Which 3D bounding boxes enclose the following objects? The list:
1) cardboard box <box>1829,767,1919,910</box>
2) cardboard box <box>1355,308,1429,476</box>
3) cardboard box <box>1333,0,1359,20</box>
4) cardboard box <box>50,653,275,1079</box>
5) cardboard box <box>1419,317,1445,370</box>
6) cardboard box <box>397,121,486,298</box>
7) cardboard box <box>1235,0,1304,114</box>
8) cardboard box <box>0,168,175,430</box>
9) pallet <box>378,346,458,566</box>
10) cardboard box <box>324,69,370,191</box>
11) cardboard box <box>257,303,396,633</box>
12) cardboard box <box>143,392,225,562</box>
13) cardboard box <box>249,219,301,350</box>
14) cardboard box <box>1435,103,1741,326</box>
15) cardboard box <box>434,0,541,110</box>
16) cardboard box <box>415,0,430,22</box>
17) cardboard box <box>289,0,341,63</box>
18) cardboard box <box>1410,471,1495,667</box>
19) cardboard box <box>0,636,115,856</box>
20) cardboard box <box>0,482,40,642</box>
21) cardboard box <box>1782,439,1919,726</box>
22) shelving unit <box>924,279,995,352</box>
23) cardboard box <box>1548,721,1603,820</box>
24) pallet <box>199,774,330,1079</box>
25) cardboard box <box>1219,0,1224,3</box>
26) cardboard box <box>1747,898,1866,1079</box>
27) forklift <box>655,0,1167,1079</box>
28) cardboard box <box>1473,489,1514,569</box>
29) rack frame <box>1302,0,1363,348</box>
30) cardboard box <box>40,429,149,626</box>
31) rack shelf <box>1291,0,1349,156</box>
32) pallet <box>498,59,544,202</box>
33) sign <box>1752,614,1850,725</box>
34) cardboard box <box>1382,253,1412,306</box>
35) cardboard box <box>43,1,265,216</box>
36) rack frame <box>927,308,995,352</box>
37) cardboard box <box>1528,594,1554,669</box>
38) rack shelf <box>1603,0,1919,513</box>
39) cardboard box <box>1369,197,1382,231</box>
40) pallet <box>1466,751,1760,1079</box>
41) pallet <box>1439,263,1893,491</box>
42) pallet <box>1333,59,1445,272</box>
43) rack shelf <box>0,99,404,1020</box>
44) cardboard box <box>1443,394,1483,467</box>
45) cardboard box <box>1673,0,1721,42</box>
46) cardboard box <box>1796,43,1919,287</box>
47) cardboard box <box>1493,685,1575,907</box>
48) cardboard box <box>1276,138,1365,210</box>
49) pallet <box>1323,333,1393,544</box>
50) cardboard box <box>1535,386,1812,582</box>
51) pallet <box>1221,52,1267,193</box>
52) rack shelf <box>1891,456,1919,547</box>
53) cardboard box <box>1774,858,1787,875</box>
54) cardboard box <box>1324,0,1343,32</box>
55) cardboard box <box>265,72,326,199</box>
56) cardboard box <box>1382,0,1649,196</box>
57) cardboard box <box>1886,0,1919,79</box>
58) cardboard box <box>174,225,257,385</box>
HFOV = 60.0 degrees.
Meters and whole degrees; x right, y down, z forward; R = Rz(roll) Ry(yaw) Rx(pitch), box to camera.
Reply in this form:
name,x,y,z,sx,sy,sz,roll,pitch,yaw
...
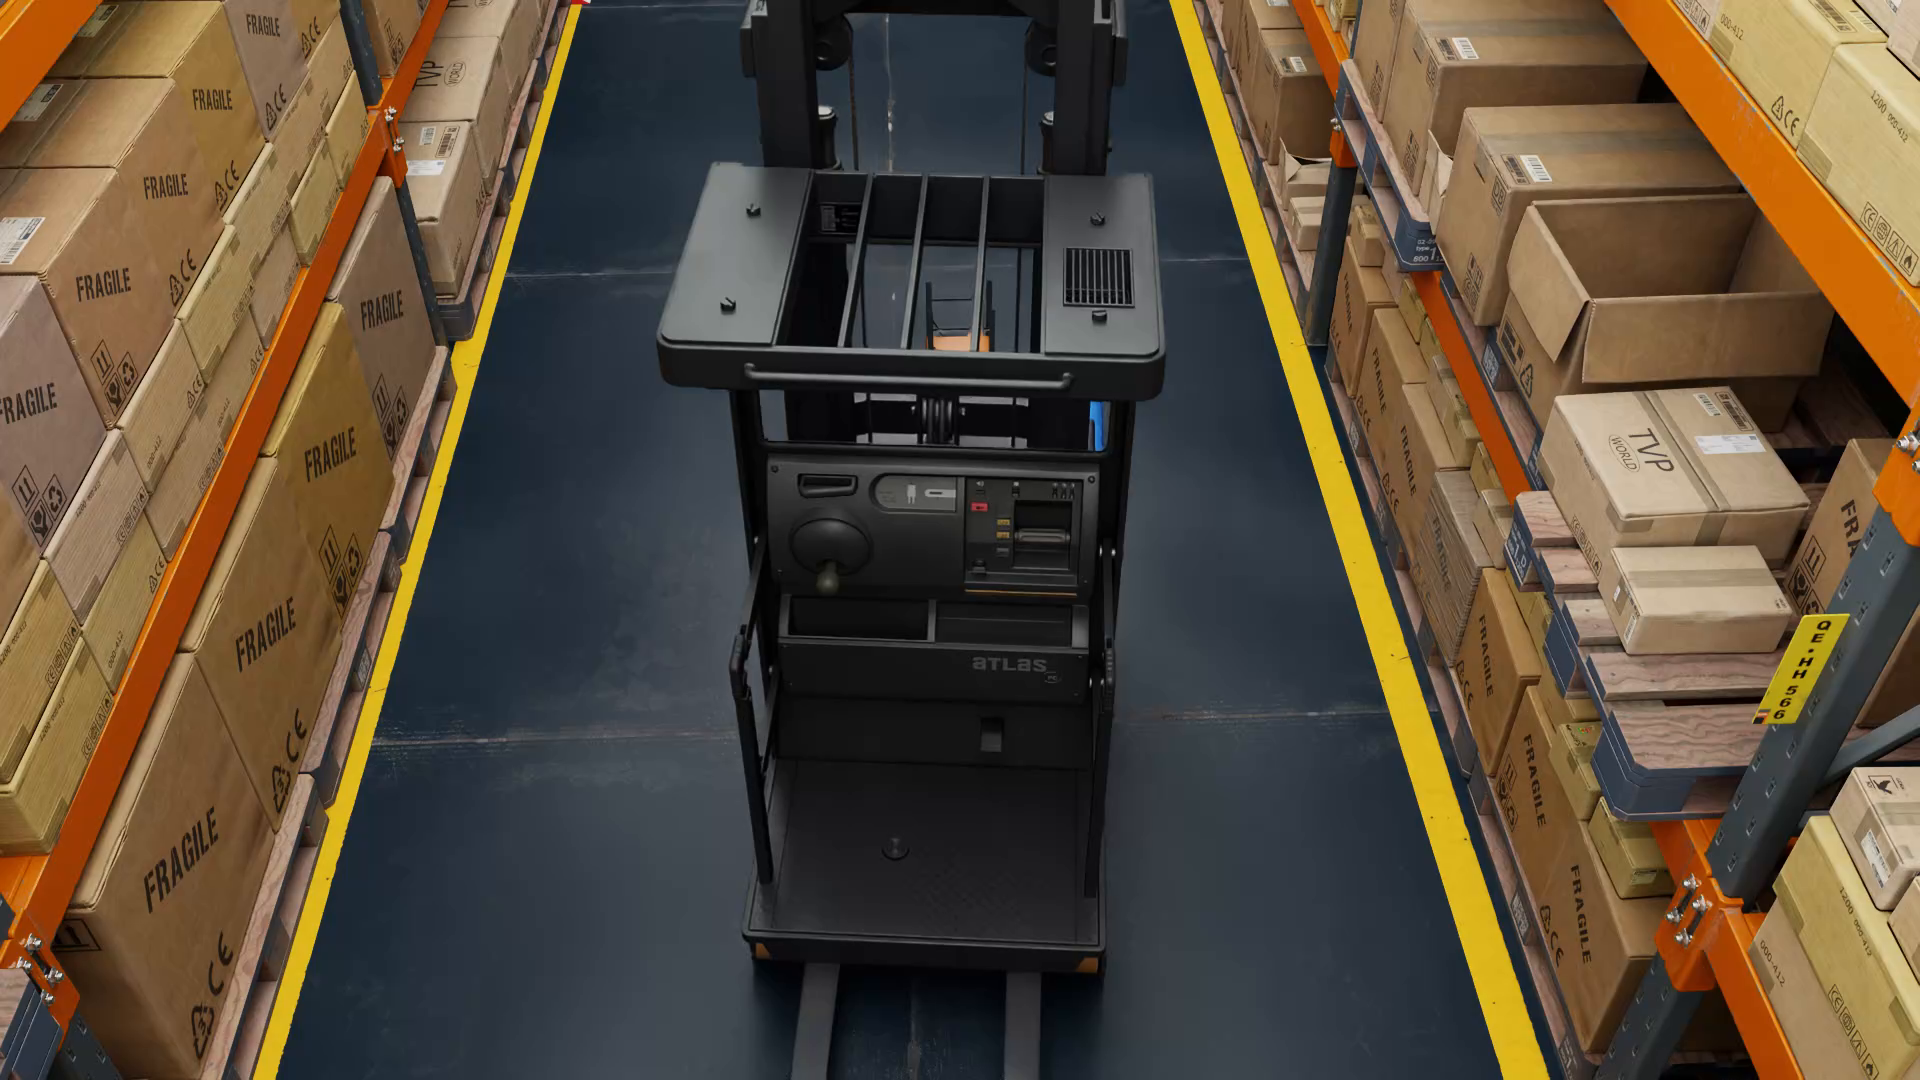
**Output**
name,x,y,z,sx,sy,sz,roll,pitch,yaw
cardboard box,1.999,0.594,3.328,0.380,0.149,0.250,0,43,-1
cardboard box,1.938,-0.595,6.719,0.500,0.500,0.500,-2,43,-2
cardboard box,1.844,-2.445,7.089,0.500,0.250,0.500,-1,43,-1
cardboard box,-2.626,0.951,4.754,0.875,0.875,0.875,-2,43,-2
cardboard box,1.996,-0.735,6.391,0.380,0.149,0.250,-2,43,-3
cardboard box,-2.769,-1.547,7.803,0.875,0.438,0.875,-2,43,-2
cardboard box,1.791,-2.634,8.943,0.500,0.500,0.500,-1,43,-1
cardboard box,-2.493,-0.639,4.413,0.500,0.500,0.500,-1,43,-1
pallet,-2.741,-0.363,6.989,1.003,0.211,1.213,-2,43,-2
cardboard box,-2.579,-1.558,6.341,0.500,0.250,0.500,-3,43,-3
cardboard box,-2.697,-0.255,6.070,0.875,0.875,0.875,-1,43,-1
cardboard box,-2.505,-0.192,4.850,0.500,0.250,0.500,0,43,0
cardboard box,-2.556,-0.873,5.594,0.500,0.250,0.500,-3,43,-3
cardboard box,1.962,-1.034,5.273,0.700,0.500,0.500,-2,43,-2
cardboard box,-2.844,-2.760,9.126,0.875,0.438,0.875,-1,43,-1
cardboard box,-2.625,-2.610,7.304,0.500,0.500,0.500,-1,43,-2
cardboard box,-2.580,-2.020,5.920,0.500,0.500,0.500,0,43,0
cardboard box,1.970,0.092,5.969,0.500,0.500,0.500,-3,43,-3
cardboard box,-2.449,0.509,4.086,0.500,0.250,0.500,-2,43,-3
cardboard box,-2.456,0.046,3.666,0.500,0.500,0.500,-3,43,-3
cardboard box,2.414,0.102,4.034,0.500,0.500,0.500,0,43,0
shelving unit,0.001,-0.433,6.334,0.258,1.200,0.189,-2,43,-2
cardboard box,1.963,0.664,4.865,0.380,0.149,0.250,-4,43,-4
pallet,-2.638,1.285,5.192,1.003,0.211,1.213,-2,43,-2
cardboard box,1.871,-3.574,9.965,0.797,0.503,0.637,-3,43,-3
cardboard box,2.054,1.008,3.541,0.500,0.250,0.500,-1,43,-2
forklift,-0.086,0.055,4.521,1.130,2.935,3.031,2,43,2
cardboard box,1.977,-0.048,5.642,0.380,0.149,0.250,-4,43,-4
rack frame,2.110,-2.054,6.771,1.000,3.000,0.127,-2,43,-2
cardboard box,-2.475,-0.036,4.310,0.500,0.250,0.500,-1,43,-1
rack shelf,2.025,-3.139,8.487,1.077,0.370,4.000,-2,43,-2
pallet,-2.858,-2.223,9.019,1.003,0.211,1.213,-2,43,-2
sign,1.738,0.270,3.437,0.100,0.325,0.005,-2,43,-2
cardboard box,1.948,-1.092,6.781,0.380,0.149,0.250,-3,43,-3
cardboard box,-2.548,-1.328,5.165,0.500,0.500,0.500,0,43,0
rack frame,0.005,-0.371,6.267,0.240,1.200,0.006,-2,43,-2
cardboard box,2.030,0.306,5.256,0.380,0.149,0.250,0,43,-1
rack shelf,2.195,-1.545,4.528,1.077,0.370,4.000,-2,43,-2
cardboard box,1.920,-1.388,6.884,0.380,0.149,0.250,-2,43,-3
pallet,2.286,1.169,5.319,1.003,0.211,1.213,-2,43,-2
pallet,2.192,-0.596,5.322,1.003,0.211,1.213,-2,43,-2
pallet,2.034,-1.441,6.244,1.003,0.211,1.213,-2,43,-2
rack shelf,-2.765,-0.294,5.383,1.077,0.370,4.000,-2,43,-2
cardboard box,1.977,-0.397,6.023,0.380,0.149,0.250,0,43,0
cardboard box,1.972,-1.421,3.971,0.500,0.250,0.500,-2,43,-2
cardboard box,2.015,-0.744,3.233,0.500,0.250,0.500,-3,43,-3
cardboard box,2.036,0.795,5.202,0.500,0.500,0.500,-2,43,-2
cardboard box,1.777,-1.810,8.217,0.396,0.266,0.258,0,43,0
pallet,2.182,-0.478,7.116,1.003,0.211,1.213,-2,43,-2
cardboard box,1.911,-0.156,4.501,0.500,0.250,0.500,-3,43,-4
pallet,2.027,-2.316,9.120,1.003,0.211,1.213,-2,43,-2
rack shelf,2.364,1.156,1.582,1.077,0.370,4.000,-2,43,-2
cardboard box,2.542,1.120,4.847,0.500,0.500,0.500,0,43,0
cardboard box,1.811,-2.345,7.274,0.380,0.149,0.250,-1,43,-1
cardboard box,-2.559,-1.410,5.810,0.500,0.250,0.500,-1,43,-1
cardboard box,1.929,-1.563,5.851,0.700,0.500,0.500,-1,43,-1
cardboard box,2.032,-0.959,3.173,0.380,0.149,0.250,-3,43,-3
cardboard box,-2.492,-0.716,5.052,0.500,0.250,0.500,-1,43,-1
